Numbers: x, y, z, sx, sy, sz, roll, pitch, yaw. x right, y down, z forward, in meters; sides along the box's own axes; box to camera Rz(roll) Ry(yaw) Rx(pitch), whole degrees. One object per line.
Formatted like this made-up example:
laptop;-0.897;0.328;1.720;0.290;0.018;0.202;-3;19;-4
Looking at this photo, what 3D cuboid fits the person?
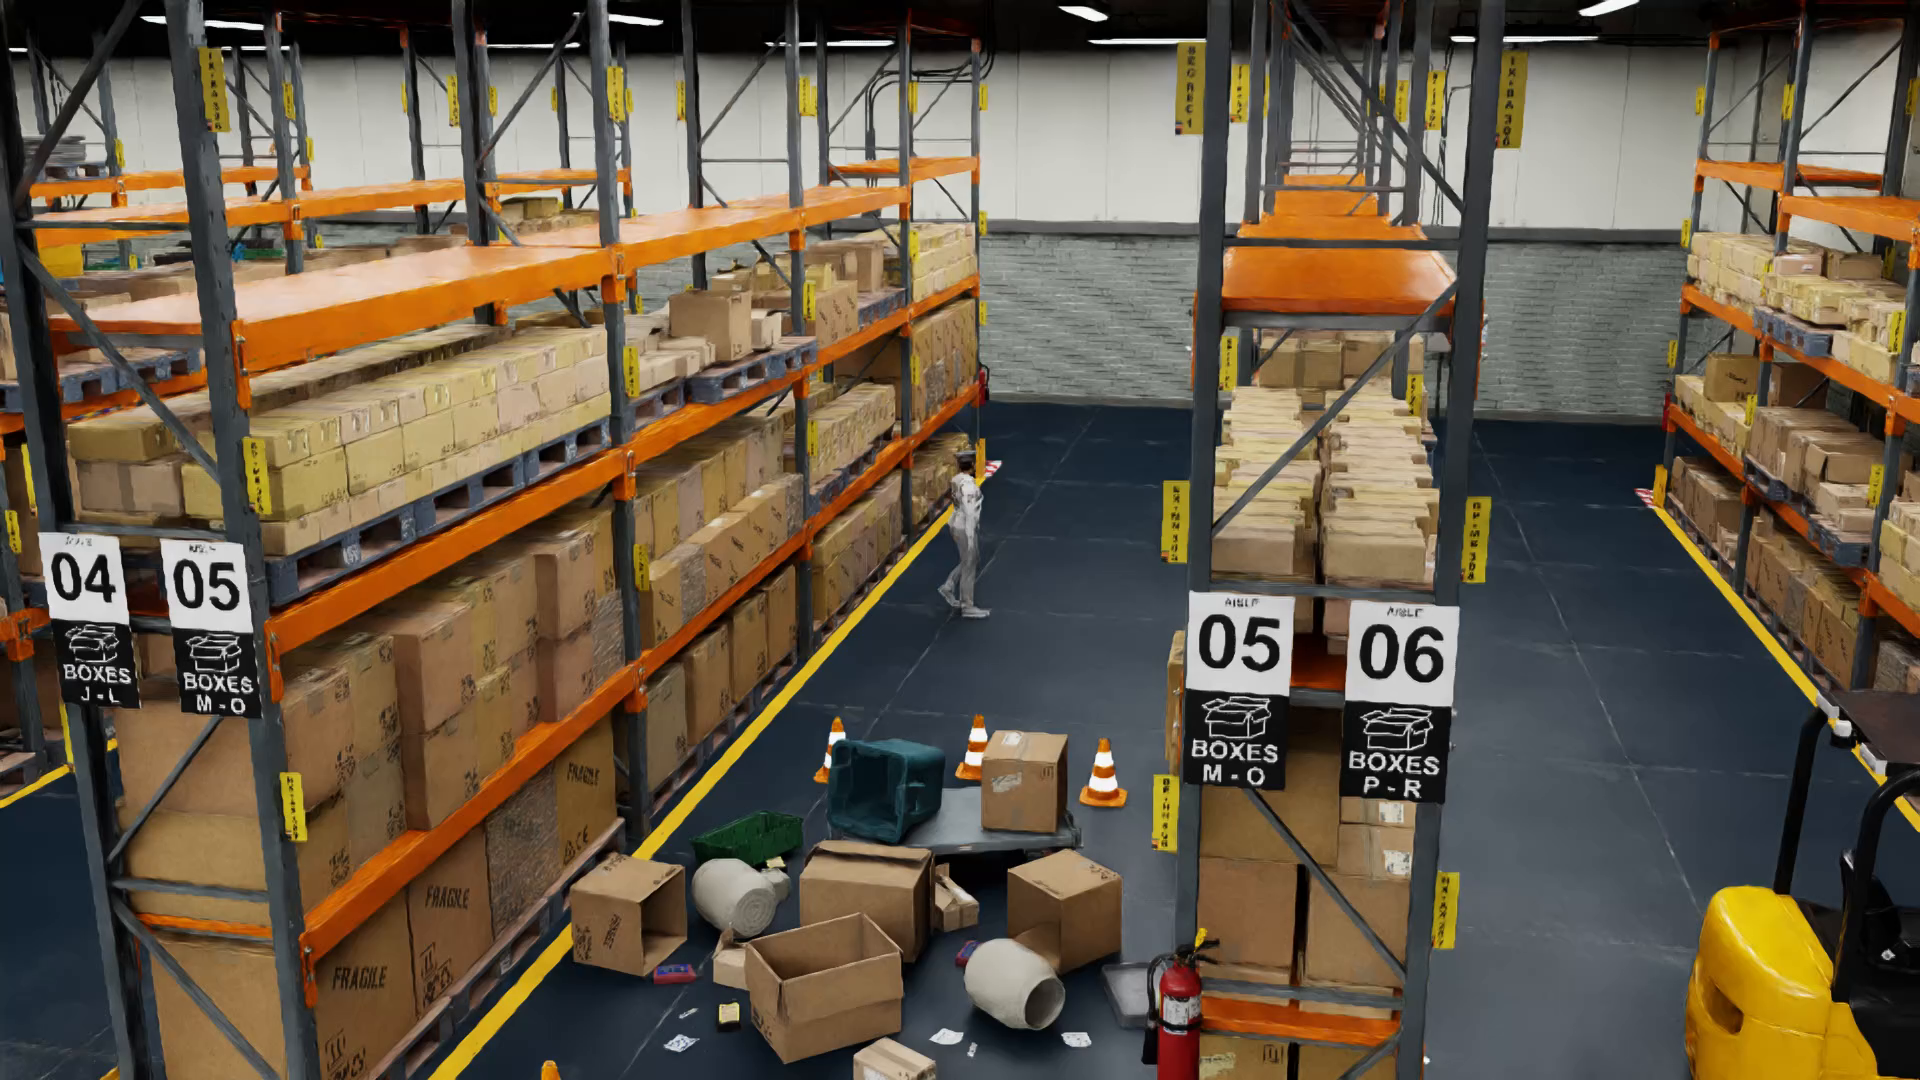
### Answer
person;1.379;-1.409;17.045;14.602;2.357;18.042;-4;15;-15
